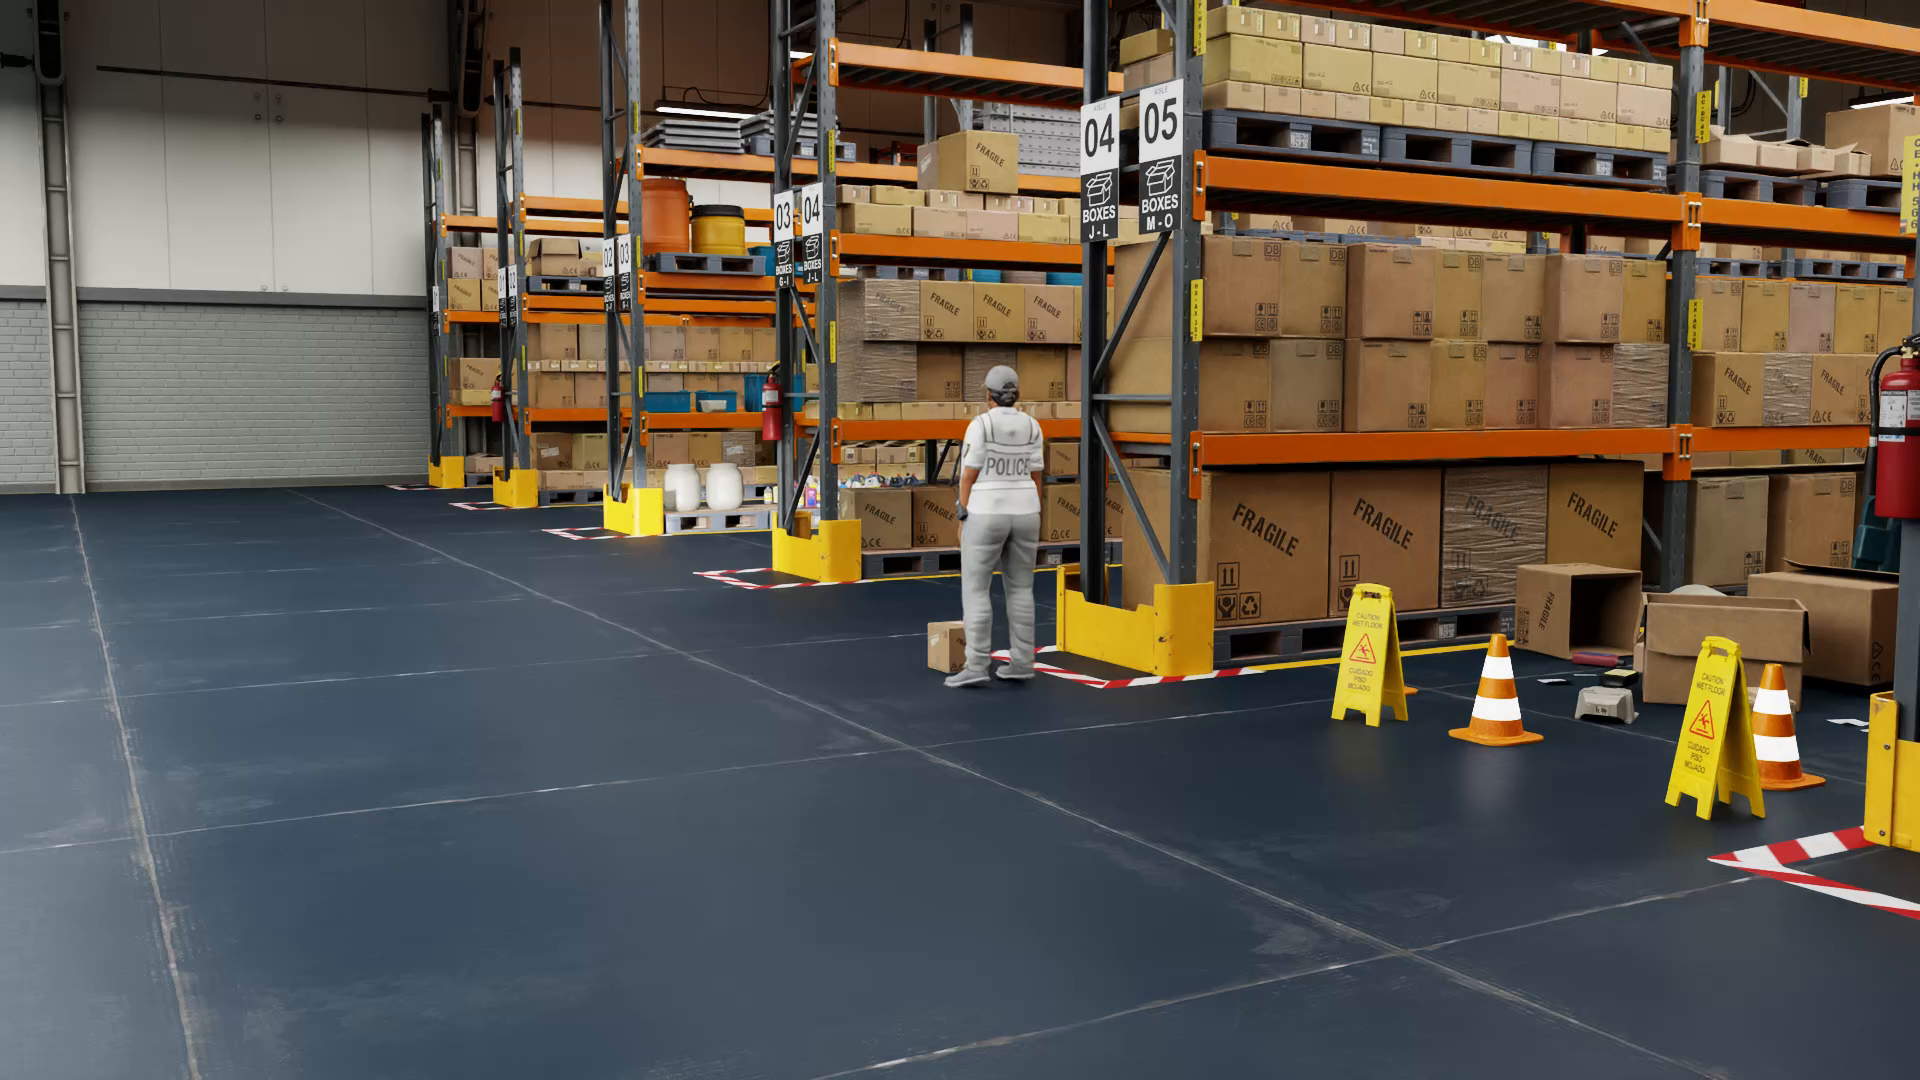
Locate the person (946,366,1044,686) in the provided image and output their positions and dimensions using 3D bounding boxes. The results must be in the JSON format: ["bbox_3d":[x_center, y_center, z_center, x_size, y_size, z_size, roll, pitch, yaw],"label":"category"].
[{"bbox_3d":[0.187,-0.072,8.781,0.505,1.686,0.363,-3,6,-27],"label":"person"}]
